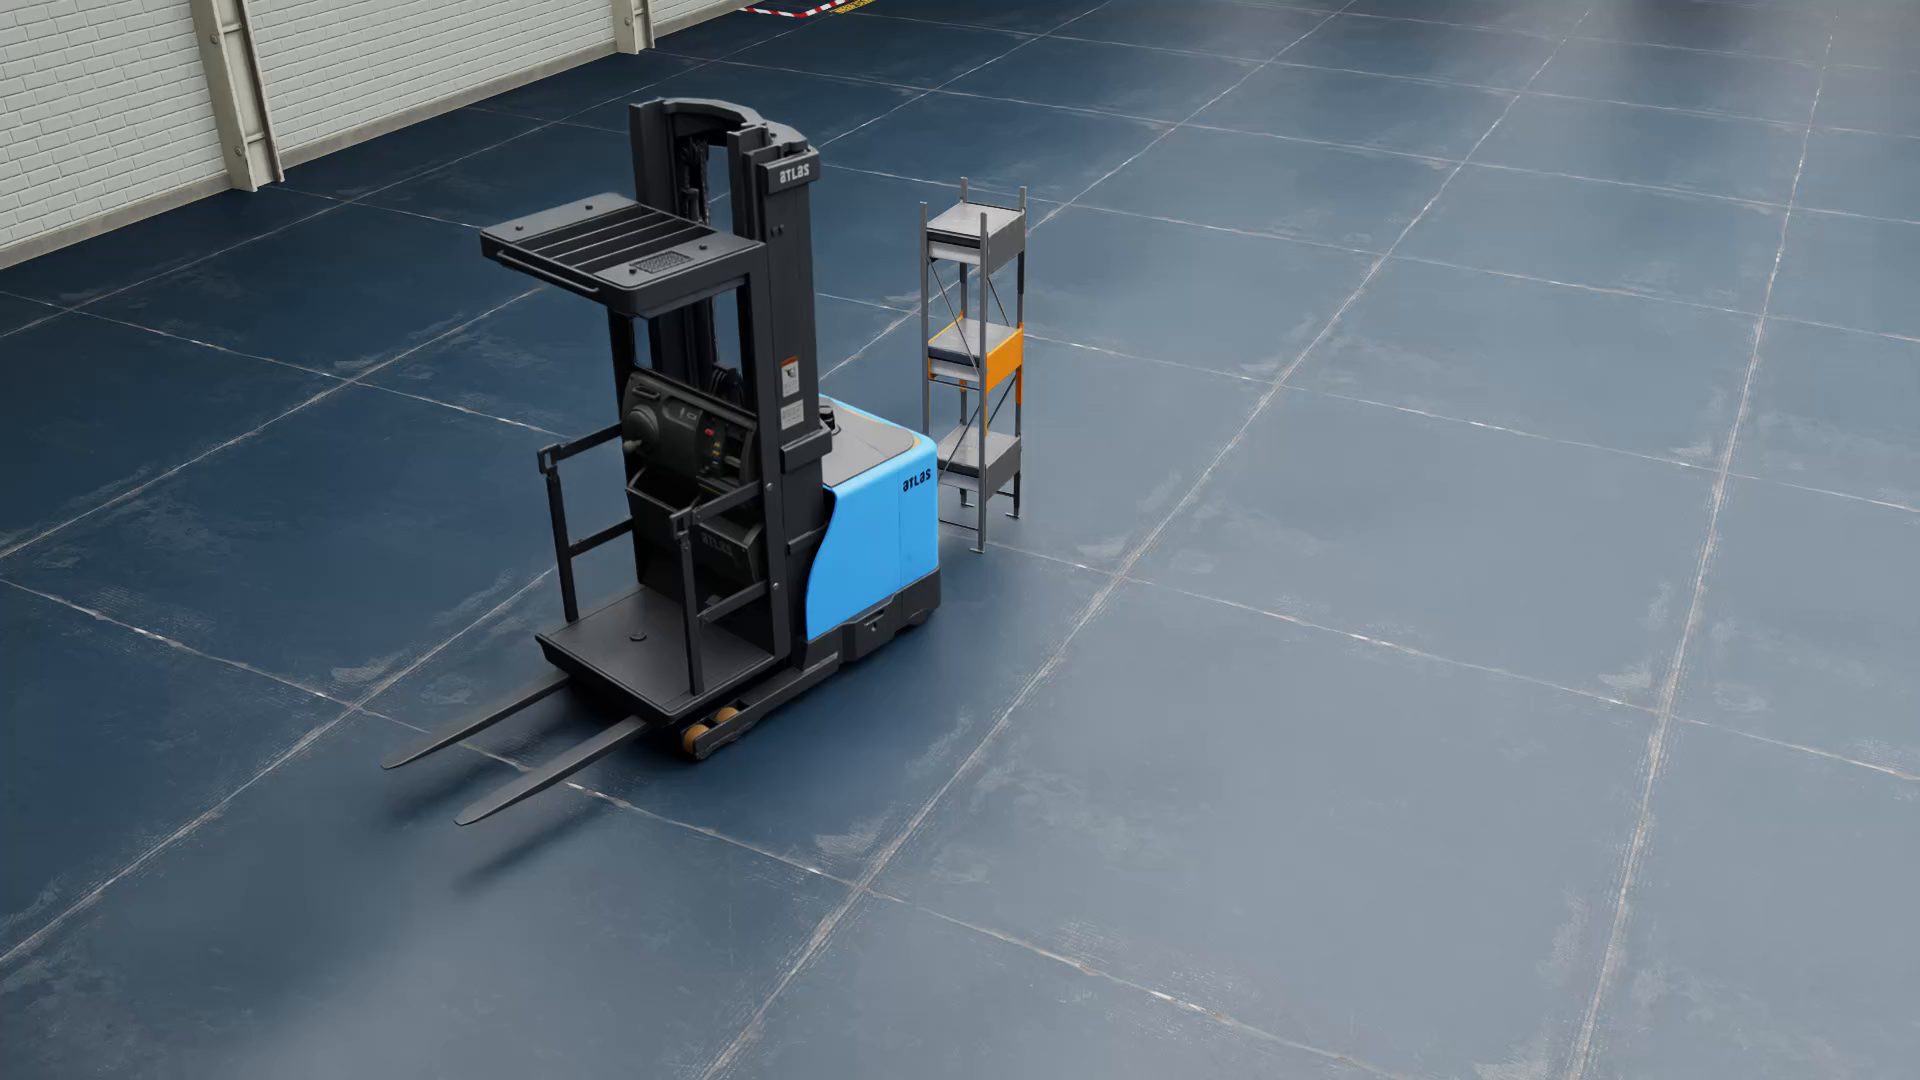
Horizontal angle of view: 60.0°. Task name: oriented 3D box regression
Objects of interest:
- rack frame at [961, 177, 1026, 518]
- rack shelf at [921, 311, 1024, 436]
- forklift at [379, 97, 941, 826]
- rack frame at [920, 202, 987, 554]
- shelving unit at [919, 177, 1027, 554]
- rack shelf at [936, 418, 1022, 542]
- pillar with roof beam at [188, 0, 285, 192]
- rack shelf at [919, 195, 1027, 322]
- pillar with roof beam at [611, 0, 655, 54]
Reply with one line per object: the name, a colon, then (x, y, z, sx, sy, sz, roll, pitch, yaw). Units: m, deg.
rack frame: (0.187, -1.092, 9.834, 0.400, 2.100, 0.015, 14, 33, 23)
rack shelf: (0.075, -0.972, 9.652, 0.431, 0.518, 0.480, 14, 33, 23)
forklift: (-1.461, -0.482, 7.936, 1.130, 2.935, 3.031, 24, 38, 35)
rack frame: (-0.036, -0.876, 9.457, 0.400, 2.100, 0.015, 14, 33, 23)
shelving unit: (0.075, -0.984, 9.645, 0.431, 2.100, 0.503, 14, 33, 23)
rack shelf: (0.075, -0.365, 10.001, 0.431, 0.518, 0.480, 14, 33, 23)
pillar with roof beam: (-2.930, -6.355, 12.071, 9.100, 9.000, 0.400, 14, 33, 23)
rack shelf: (0.075, -1.579, 9.304, 0.431, 0.518, 0.480, 14, 33, 23)
pillar with roof beam: (-0.197, -9.015, 16.703, 9.100, 9.000, 0.400, 14, 33, 23)
